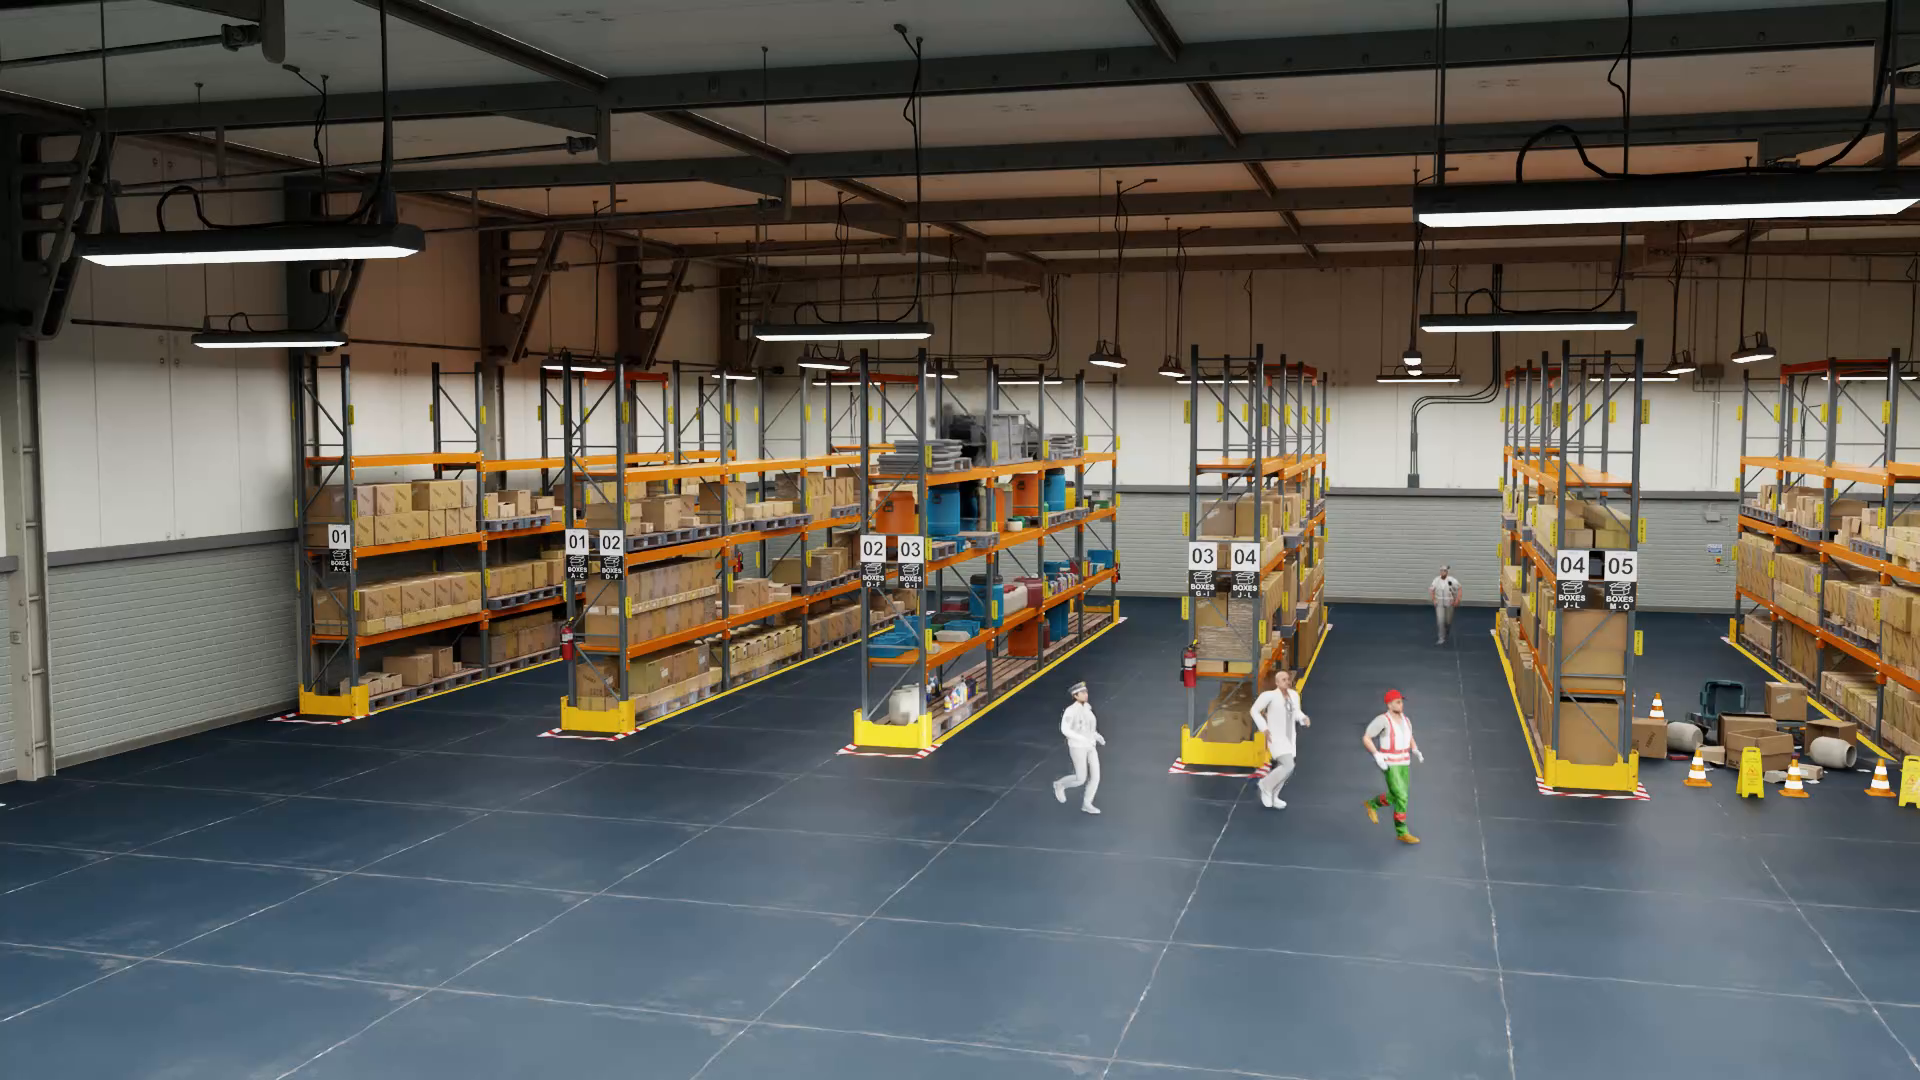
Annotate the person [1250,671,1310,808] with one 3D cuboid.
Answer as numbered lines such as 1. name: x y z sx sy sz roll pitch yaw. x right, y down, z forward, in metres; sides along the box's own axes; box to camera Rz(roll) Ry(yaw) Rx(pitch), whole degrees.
1. person: 4.126 2.539 21.138 0.686 1.748 0.671 -3 5 -34

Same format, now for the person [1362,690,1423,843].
1. person: 5.092 2.642 19.660 0.687 1.763 0.881 -3 5 -35

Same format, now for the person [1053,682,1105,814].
1. person: 1.514 2.600 21.009 0.663 1.651 0.620 4 6 43

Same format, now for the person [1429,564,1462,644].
1. person: 10.675 1.401 36.578 0.688 1.762 0.666 2 5 23
